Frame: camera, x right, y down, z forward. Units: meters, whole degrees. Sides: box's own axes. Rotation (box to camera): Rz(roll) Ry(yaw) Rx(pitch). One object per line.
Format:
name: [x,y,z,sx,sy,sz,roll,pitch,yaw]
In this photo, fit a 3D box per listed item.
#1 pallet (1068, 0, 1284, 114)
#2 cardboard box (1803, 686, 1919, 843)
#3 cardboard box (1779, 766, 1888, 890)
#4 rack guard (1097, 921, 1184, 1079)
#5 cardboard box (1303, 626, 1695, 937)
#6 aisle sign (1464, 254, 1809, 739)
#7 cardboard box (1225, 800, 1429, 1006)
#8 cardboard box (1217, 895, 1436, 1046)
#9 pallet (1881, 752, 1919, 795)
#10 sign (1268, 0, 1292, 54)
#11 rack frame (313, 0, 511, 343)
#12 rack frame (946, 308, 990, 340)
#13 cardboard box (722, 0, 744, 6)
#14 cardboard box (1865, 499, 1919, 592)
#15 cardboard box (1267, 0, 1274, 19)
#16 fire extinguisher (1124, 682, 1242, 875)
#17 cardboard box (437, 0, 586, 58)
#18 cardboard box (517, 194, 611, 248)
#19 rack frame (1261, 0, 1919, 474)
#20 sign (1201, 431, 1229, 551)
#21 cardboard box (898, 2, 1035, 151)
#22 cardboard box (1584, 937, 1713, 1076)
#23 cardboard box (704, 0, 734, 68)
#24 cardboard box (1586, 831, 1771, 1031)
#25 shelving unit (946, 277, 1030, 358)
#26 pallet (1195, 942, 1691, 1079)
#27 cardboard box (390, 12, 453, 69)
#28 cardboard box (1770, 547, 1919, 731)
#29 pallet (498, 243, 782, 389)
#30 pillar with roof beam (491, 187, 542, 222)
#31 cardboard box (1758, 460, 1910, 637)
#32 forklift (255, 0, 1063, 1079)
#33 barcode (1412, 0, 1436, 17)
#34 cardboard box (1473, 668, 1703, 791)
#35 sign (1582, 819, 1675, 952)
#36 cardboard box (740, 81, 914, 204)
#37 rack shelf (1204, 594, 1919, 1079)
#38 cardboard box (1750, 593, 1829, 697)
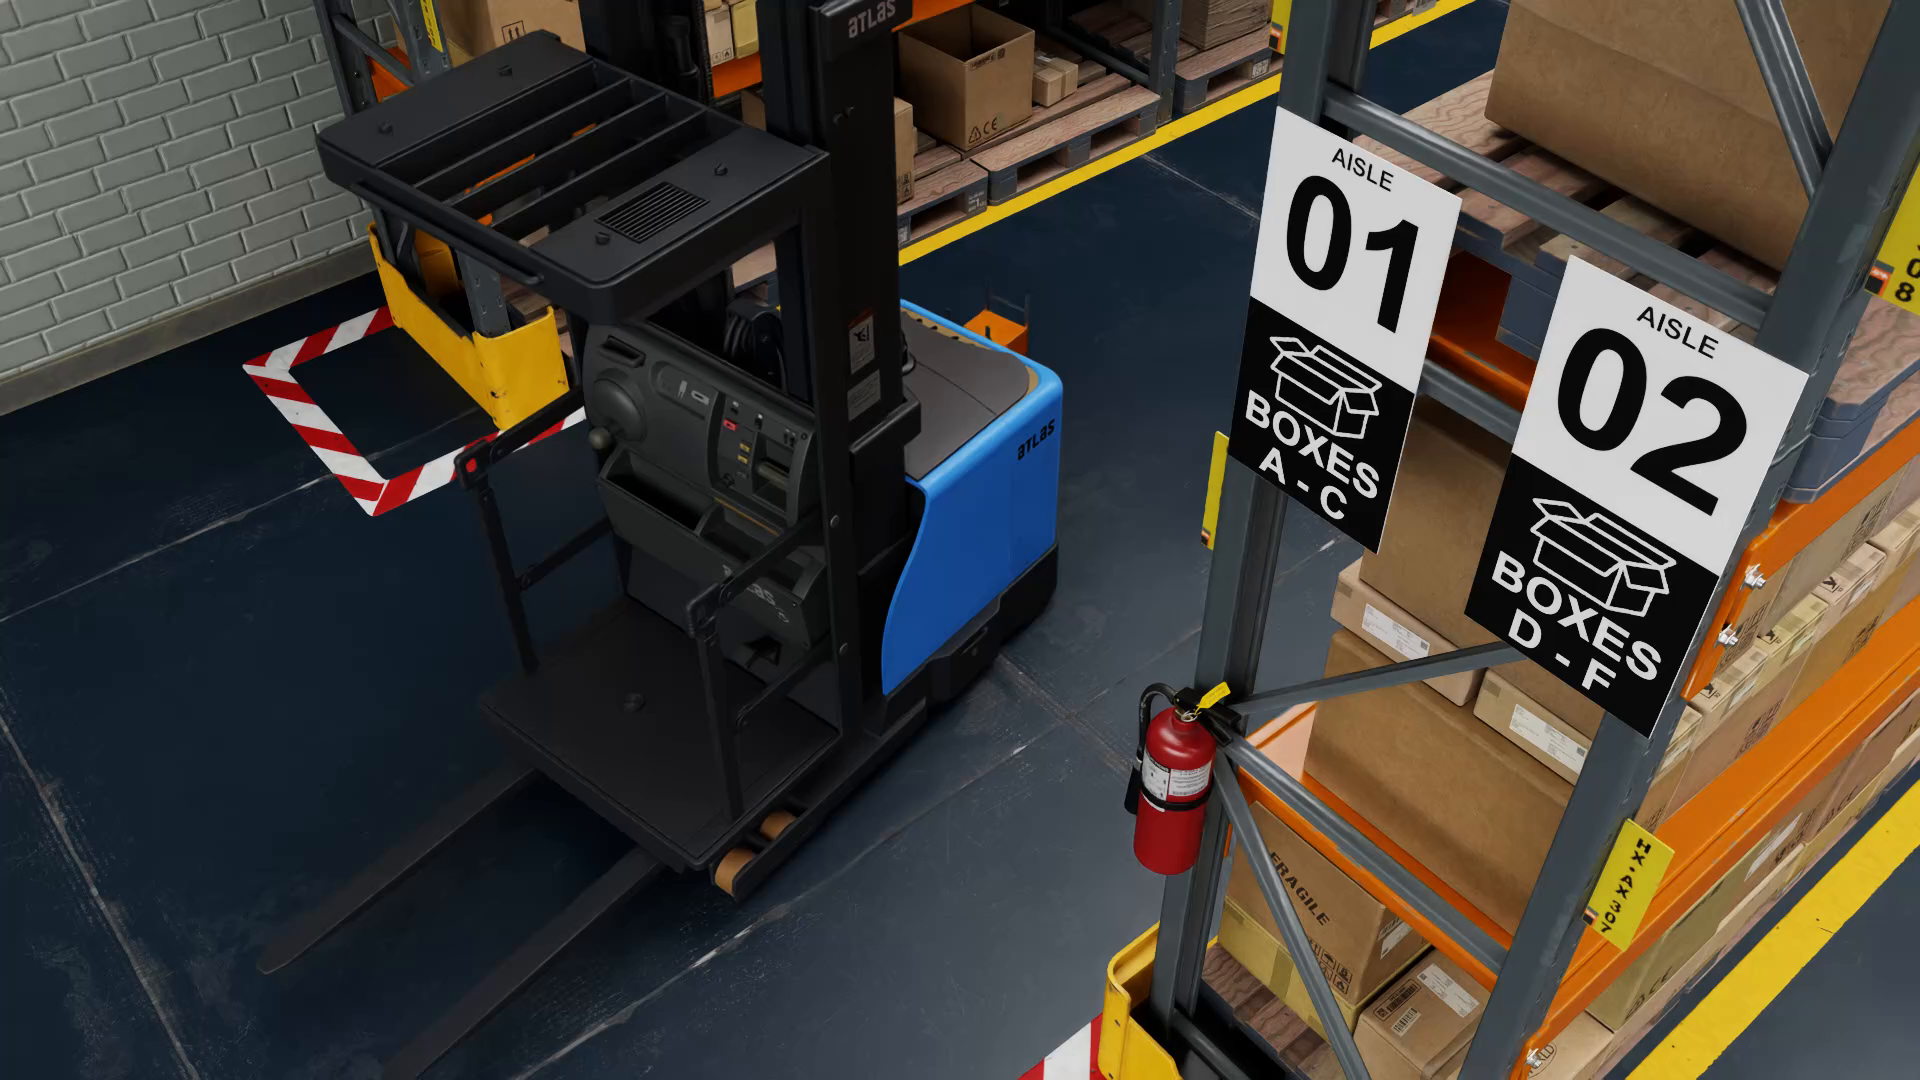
pallet: [1.400,-2.972,9.760,1.213,0.211,1.003,-30,51,-28]
cardboard box: [2.623,0.511,5.169,0.500,0.500,0.500,-30,51,-28]
cardboard box: [2.623,0.783,5.427,0.500,0.250,0.500,-30,51,-28]
rack guard: [0.899,1.633,4.647,0.348,0.500,1.175,-30,51,-28]
cardboard box: [1.283,0.476,3.979,0.500,0.500,0.700,-30,51,-28]
aisle sign: [1.063,-0.047,2.710,0.004,0.787,0.394,-30,51,-28]
cardboard box: [1.137,0.895,4.760,0.500,0.500,0.500,-30,51,-28]
cardboard box: [1.139,1.169,5.016,0.500,0.250,0.500,-30,51,-28]
pallet: [3.348,0.298,6.279,1.213,0.211,1.003,-30,51,-28]
sign: [0.579,-0.967,2.809,0.005,0.325,0.100,-30,51,-28]
rack frame: [-2.264,-1.889,6.570,0.127,3.000,1.000,-30,51,-28]
rack frame: [0.031,-0.432,6.443,0.200,1.050,0.008,28,50,26]
cardboard box: [-0.919,-2.602,6.877,0.500,0.500,0.500,-31,52,-29]
cardboard box: [2.147,-0.076,4.093,0.250,0.149,0.380,-32,52,-29]
cardboard box: [1.722,-3.480,9.769,0.500,0.500,0.700,-31,51,-29]
fire extinguisher: [0.528,0.547,4.033,0.183,0.674,0.296,-30,51,-28]
cardboard box: [-1.705,-2.167,6.413,0.500,0.500,0.500,-30,51,-28]
cardboard box: [-1.676,-1.326,7.613,0.500,0.311,0.500,33,52,30]
rack frame: [0.917,-1.476,1.748,0.127,3.000,1.000,-30,51,-28]
sign: [0.579,-0.089,3.634,0.005,0.325,0.100,-30,51,-28]
cardboard box: [0.034,-2.418,8.638,0.500,0.500,0.500,-34,53,-31]
cardboard box: [1.852,1.220,4.962,0.500,0.250,0.500,-30,51,-28]
cardboard box: [-1.297,-2.125,6.916,0.500,0.250,0.500,-31,52,-29]
cardboard box: [1.853,0.947,4.704,0.500,0.500,0.500,-30,51,-28]
shelving unit: [0.106,-0.499,6.513,0.215,1.050,0.252,28,50,26]
pallet: [1.477,1.369,5.138,1.213,0.211,1.003,-30,51,-28]
cardboard box: [-2.030,-2.148,6.941,0.500,0.250,0.500,-29,50,-27]
cardboard box: [2.068,0.028,4.456,0.500,0.500,0.700,-29,51,-28]
pallet: [-1.560,-1.244,7.920,1.213,0.211,1.003,-30,51,-28]
pillar with roof beam: [0.480,-2.577,2.920,0.400,9.000,9.100,-30,51,-28]
cardboard box: [1.724,-0.254,3.809,0.500,0.500,0.700,-31,51,-29]
forklift: [-0.937,-0.282,4.910,1.130,2.935,3.031,29,50,27]
barcode: [0.839,-0.980,2.987,0.075,0.075,0.001,-30,51,-28]
cardboard box: [1.356,0.379,3.609,0.250,0.149,0.380,-30,51,-28]
sign: [1.268,0.661,3.165,0.005,0.325,0.100,-30,51,-28]
cardboard box: [-0.644,-1.941,8.130,0.500,0.500,0.700,-33,52,-30]
rack shelf: [2.451,0.095,4.984,4.000,0.370,1.077,-30,51,-28]
cardboard box: [1.749,0.152,3.850,0.250,0.149,0.380,-30,51,-28]
